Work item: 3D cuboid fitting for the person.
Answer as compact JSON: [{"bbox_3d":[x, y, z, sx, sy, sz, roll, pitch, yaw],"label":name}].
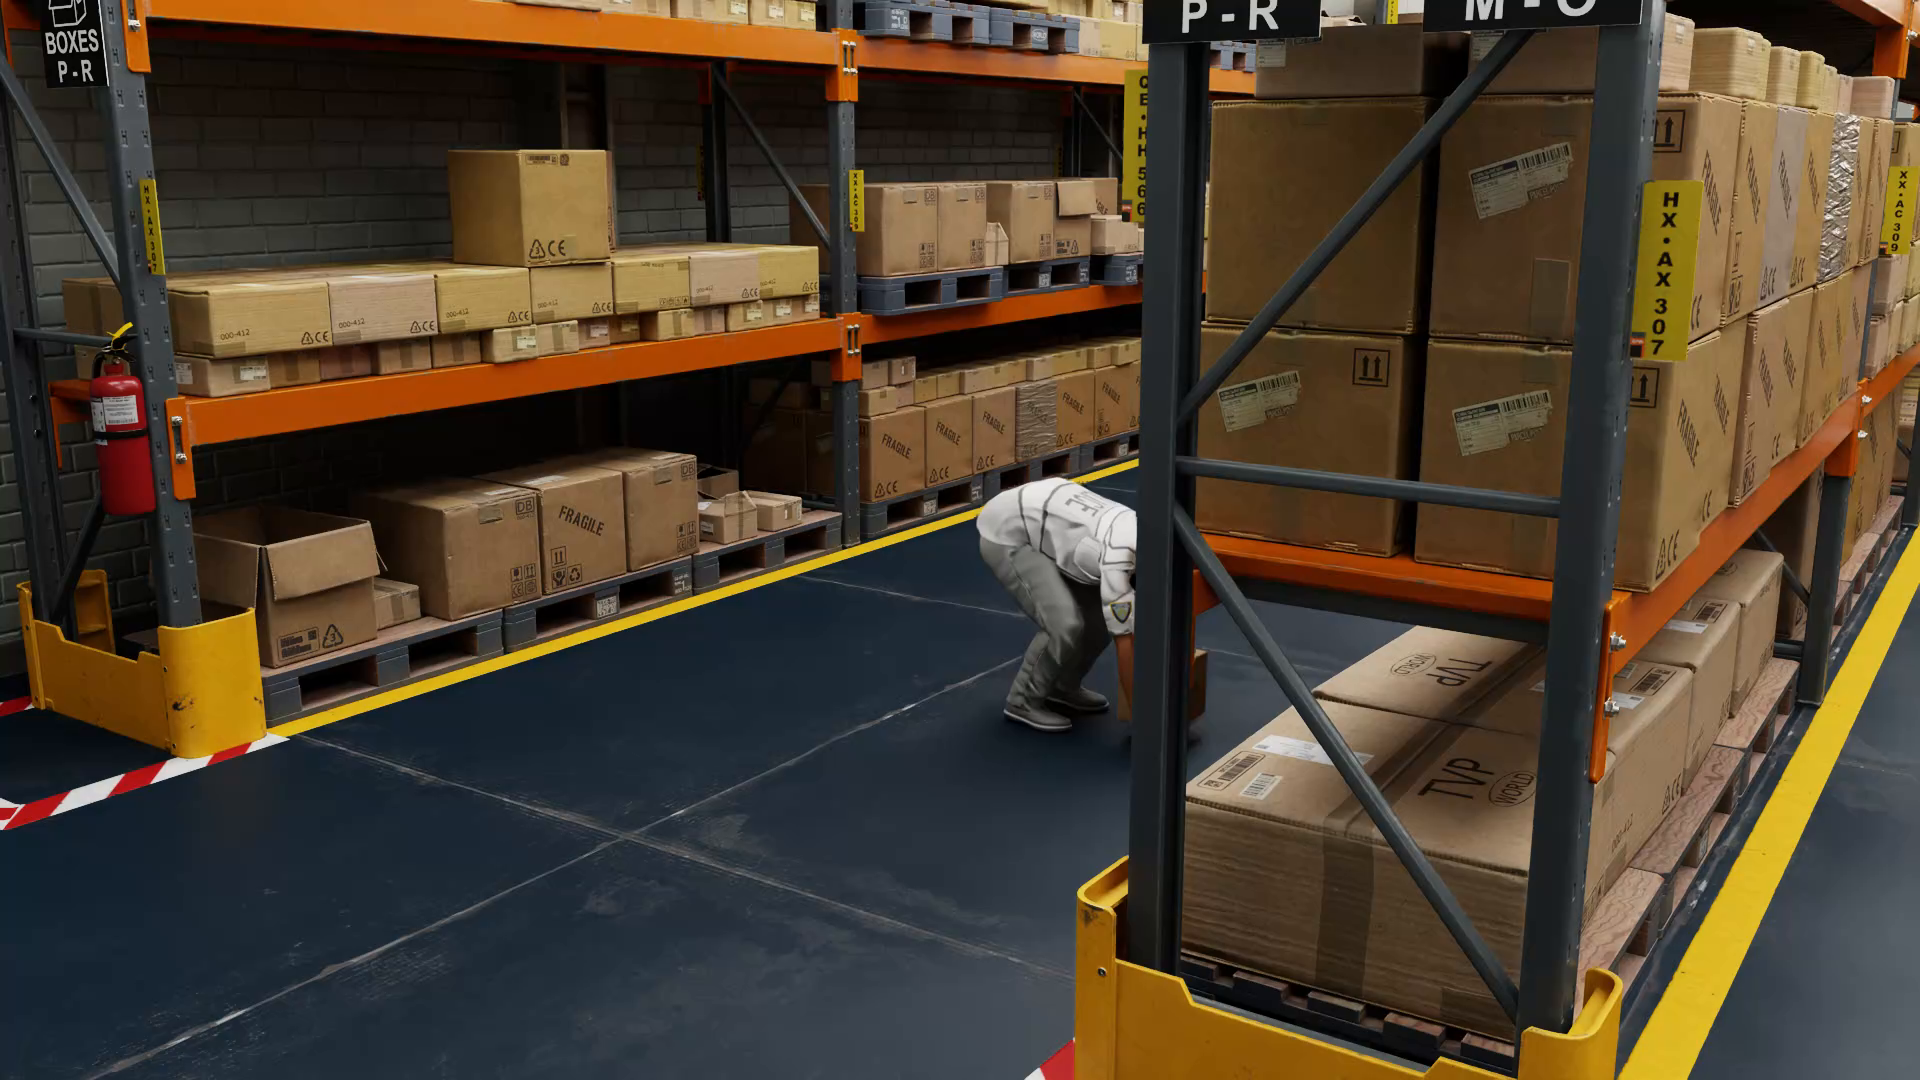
[{"bbox_3d":[0.522,0.257,6.450,0.938,0.953,0.512,8,15,30],"label":"person"}]
